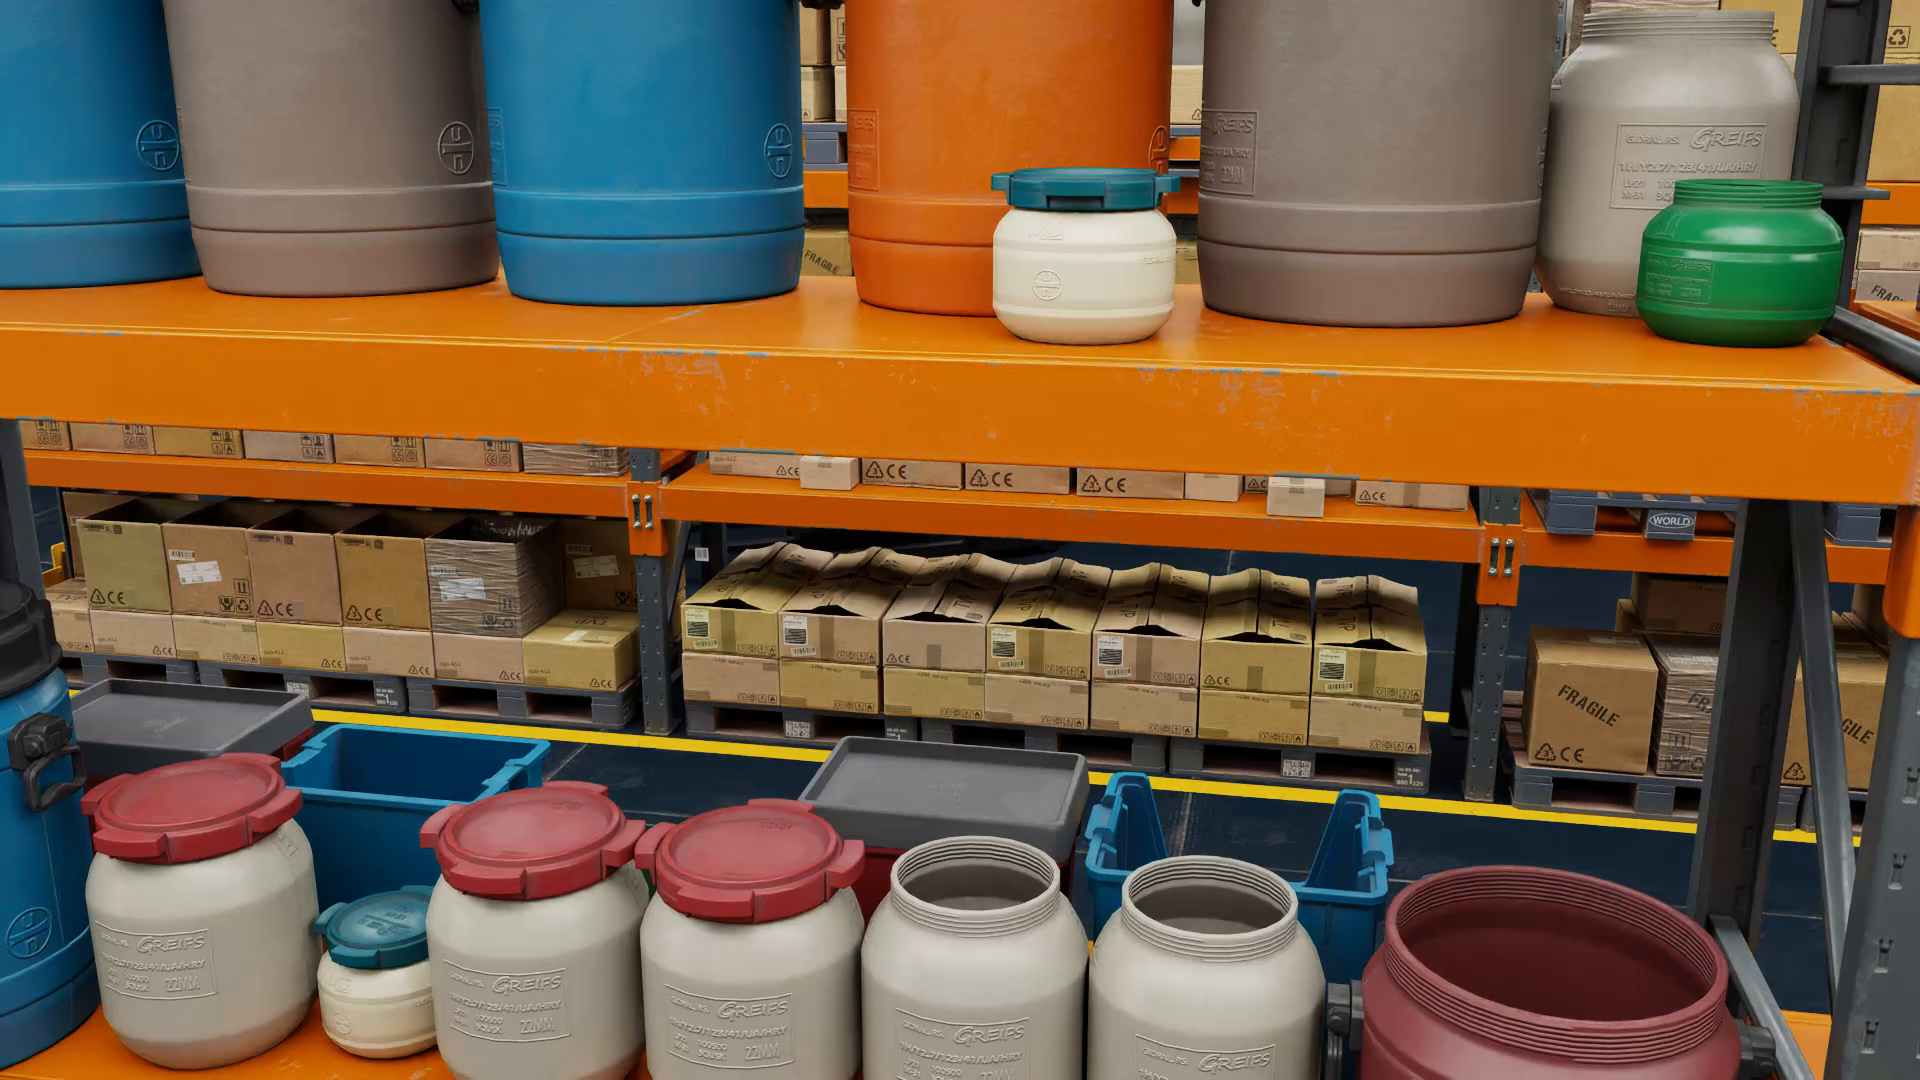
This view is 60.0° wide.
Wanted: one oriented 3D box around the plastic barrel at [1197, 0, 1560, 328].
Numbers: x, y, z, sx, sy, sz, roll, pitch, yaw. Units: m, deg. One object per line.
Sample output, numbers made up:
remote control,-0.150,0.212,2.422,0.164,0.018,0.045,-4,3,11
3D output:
plastic barrel,0.730,-0.861,2.924,0.600,0.901,0.600,0,15,0

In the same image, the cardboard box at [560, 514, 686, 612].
cardboard box,-1.829,0.073,9.070,0.500,0.500,0.500,3,16,11

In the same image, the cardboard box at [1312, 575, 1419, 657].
cardboard box,2.028,0.379,8.320,0.500,0.311,0.500,4,16,13

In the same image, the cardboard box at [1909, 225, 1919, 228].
cardboard box,6.987,-2.108,11.795,0.500,0.250,0.500,4,16,13

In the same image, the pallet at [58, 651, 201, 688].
pallet,-4.599,0.579,9.507,1.213,0.211,1.003,3,16,11

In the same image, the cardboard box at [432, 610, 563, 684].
cardboard box,-2.423,0.544,8.773,0.500,0.250,0.500,3,16,11

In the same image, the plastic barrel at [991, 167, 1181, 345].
plastic barrel,0.199,-0.459,2.670,0.301,0.262,0.301,0,15,0

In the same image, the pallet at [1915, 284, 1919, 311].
pallet,2.222,-0.362,2.414,1.213,0.211,1.003,3,16,11

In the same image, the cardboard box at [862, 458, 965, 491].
cardboard box,-0.172,-0.557,8.197,0.500,0.500,0.500,4,16,15

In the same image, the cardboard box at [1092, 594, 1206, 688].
cardboard box,0.915,0.466,8.003,0.500,0.311,0.500,3,16,11

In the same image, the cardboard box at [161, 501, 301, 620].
cardboard box,-3.893,0.103,8.962,0.500,0.500,0.500,3,16,11

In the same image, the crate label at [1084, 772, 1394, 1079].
crate label,0.572,0.786,3.470,0.616,0.435,0.502,3,16,11

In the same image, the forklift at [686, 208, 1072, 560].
forklift,-0.759,-1.327,11.290,3.031,2.935,1.130,-5,16,-19

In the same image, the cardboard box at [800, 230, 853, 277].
cardboard box,-0.979,-2.121,12.869,0.500,0.500,0.500,3,16,11

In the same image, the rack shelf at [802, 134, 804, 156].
rack shelf,-2.414,-3.083,13.233,4.000,0.370,1.077,3,16,11

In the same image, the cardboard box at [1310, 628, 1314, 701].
cardboard box,2.028,0.649,8.395,0.500,0.250,0.500,3,16,11

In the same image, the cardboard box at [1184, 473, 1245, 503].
cardboard box,1.222,-0.301,7.931,0.250,0.149,0.380,4,16,15

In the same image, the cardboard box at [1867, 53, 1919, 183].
cardboard box,3.926,-1.794,7.042,0.500,0.500,0.910,3,16,11

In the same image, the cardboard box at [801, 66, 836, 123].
cardboard box,-0.835,-2.122,7.910,0.500,0.250,0.500,5,16,17

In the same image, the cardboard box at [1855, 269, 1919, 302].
cardboard box,6.381,-1.637,11.500,0.500,0.500,0.500,3,16,12

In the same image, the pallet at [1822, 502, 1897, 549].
pallet,4.389,-0.174,7.362,1.213,0.211,1.003,3,16,11

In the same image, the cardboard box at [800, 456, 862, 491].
cardboard box,-0.610,-0.360,8.144,0.250,0.149,0.380,3,16,11

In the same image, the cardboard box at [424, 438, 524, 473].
cardboard box,-2.392,-0.678,8.635,0.500,0.500,0.700,3,16,11

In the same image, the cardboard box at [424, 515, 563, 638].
cardboard box,-2.423,0.182,8.675,0.500,0.500,0.500,3,16,11

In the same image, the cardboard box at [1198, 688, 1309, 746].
cardboard box,1.412,0.763,7.983,0.500,0.250,0.500,3,16,10

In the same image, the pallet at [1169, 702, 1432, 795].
pallet,1.683,0.921,8.273,1.213,0.211,1.003,3,16,11

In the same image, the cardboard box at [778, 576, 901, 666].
cardboard box,-0.593,0.386,8.294,0.500,0.311,0.500,3,16,10

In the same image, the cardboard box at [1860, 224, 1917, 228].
cardboard box,6.473,-2.134,11.889,0.500,0.250,0.500,3,16,12

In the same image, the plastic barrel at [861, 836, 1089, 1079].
plastic barrel,0.028,0.851,3.090,0.421,0.512,0.421,0,15,0

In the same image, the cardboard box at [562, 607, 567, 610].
cardboard box,-2.320,0.409,9.261,0.500,0.250,0.500,3,16,11

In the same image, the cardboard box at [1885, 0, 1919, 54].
cardboard box,3.908,-2.266,6.873,0.500,0.500,0.500,3,16,11

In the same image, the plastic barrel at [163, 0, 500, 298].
plastic barrel,-1.246,-0.968,3.311,0.600,0.901,0.600,0,15,0

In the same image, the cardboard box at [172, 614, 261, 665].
cardboard box,-3.895,0.467,9.051,0.500,0.250,0.500,3,16,11

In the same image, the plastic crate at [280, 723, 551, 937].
plastic crate,-1.285,0.699,3.881,0.575,0.384,0.392,3,16,11

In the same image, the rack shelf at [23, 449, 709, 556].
rack shelf,-3.397,-0.342,8.954,4.000,0.370,1.077,3,16,11

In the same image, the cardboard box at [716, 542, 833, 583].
cardboard box,-0.983,0.217,8.903,0.500,0.311,0.500,3,16,11

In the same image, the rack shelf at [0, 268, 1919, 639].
rack shelf,-0.468,-0.279,3.108,4.000,0.370,1.077,3,16,11

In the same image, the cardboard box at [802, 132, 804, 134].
cardboard box,-1.000,-3.344,12.600,0.500,0.500,0.500,4,16,13

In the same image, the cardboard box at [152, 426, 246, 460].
cardboard box,-3.901,-0.760,8.930,0.500,0.500,0.700,3,16,11

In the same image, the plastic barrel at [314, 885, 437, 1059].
plastic barrel,-1.162,0.891,3.416,0.301,0.262,0.301,0,15,0

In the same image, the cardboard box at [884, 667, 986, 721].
cardboard box,-0.083,0.681,8.277,0.500,0.250,0.500,3,16,9

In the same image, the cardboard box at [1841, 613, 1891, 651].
cardboard box,4.468,0.666,7.828,0.500,0.500,0.500,3,16,9

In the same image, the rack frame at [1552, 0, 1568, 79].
rack frame,2.482,-3.260,6.905,0.127,3.000,1.000,3,16,11

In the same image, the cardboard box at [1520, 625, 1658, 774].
cardboard box,2.872,0.722,7.623,0.500,0.500,0.500,4,16,13

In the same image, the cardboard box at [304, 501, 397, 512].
cardboard box,-3.300,-0.006,9.356,0.500,0.500,0.500,3,16,11

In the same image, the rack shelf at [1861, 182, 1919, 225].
rack shelf,4.442,-1.362,7.017,4.000,0.370,1.077,3,16,11

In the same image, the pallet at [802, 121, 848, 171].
pallet,-0.570,-1.892,7.942,1.217,0.209,0.805,2,16,9

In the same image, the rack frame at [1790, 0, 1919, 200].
rack frame,1.492,-1.965,2.228,0.127,3.000,1.000,3,16,11

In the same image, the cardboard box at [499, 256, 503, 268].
cardboard box,-2.369,-1.304,8.463,0.500,0.500,0.700,3,16,11

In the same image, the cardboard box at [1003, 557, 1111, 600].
cardboard box,0.508,0.298,8.611,0.500,0.311,0.500,3,16,10

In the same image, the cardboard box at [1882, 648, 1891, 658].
cardboard box,4.389,0.803,7.332,0.500,0.500,0.500,3,16,9
